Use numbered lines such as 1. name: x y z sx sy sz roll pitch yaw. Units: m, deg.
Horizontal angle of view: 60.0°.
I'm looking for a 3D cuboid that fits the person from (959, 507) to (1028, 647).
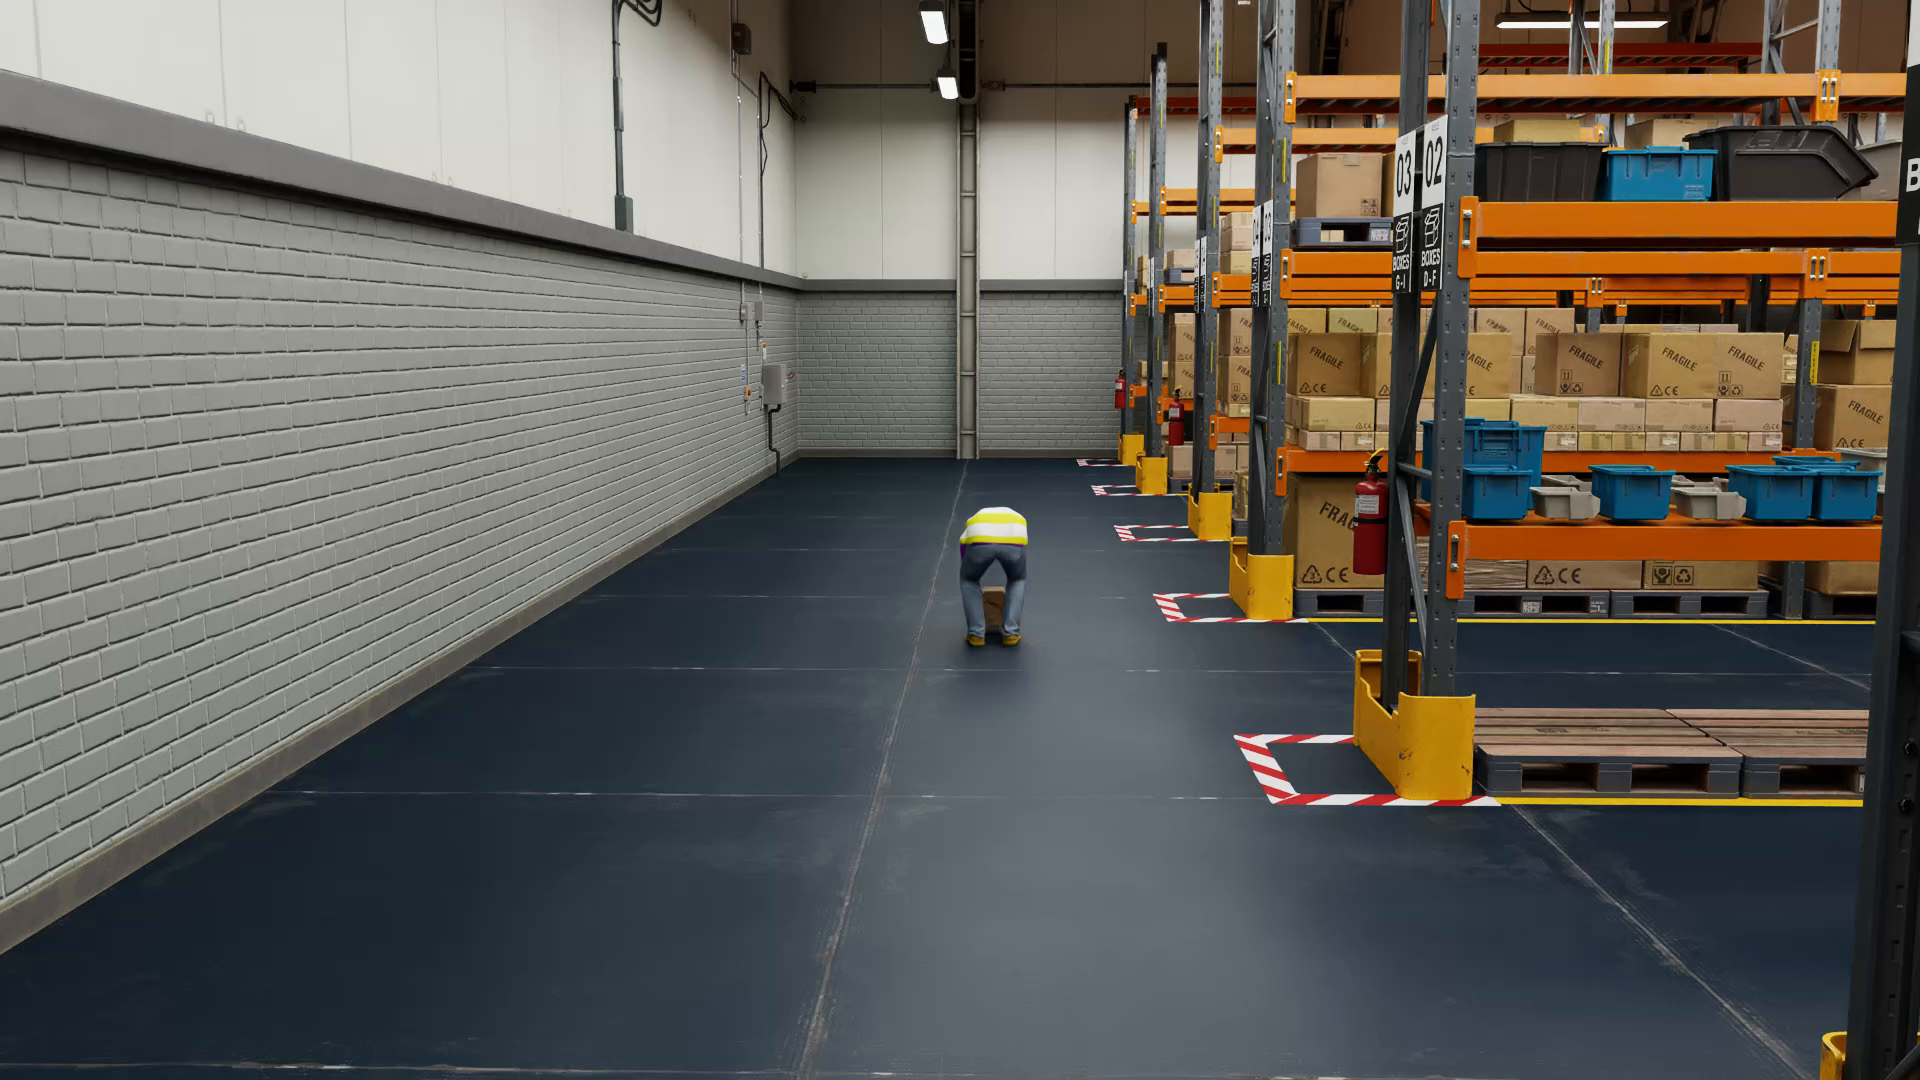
1. person: 0.240 0.229 11.984 0.493 0.980 0.974 0 7 -2
